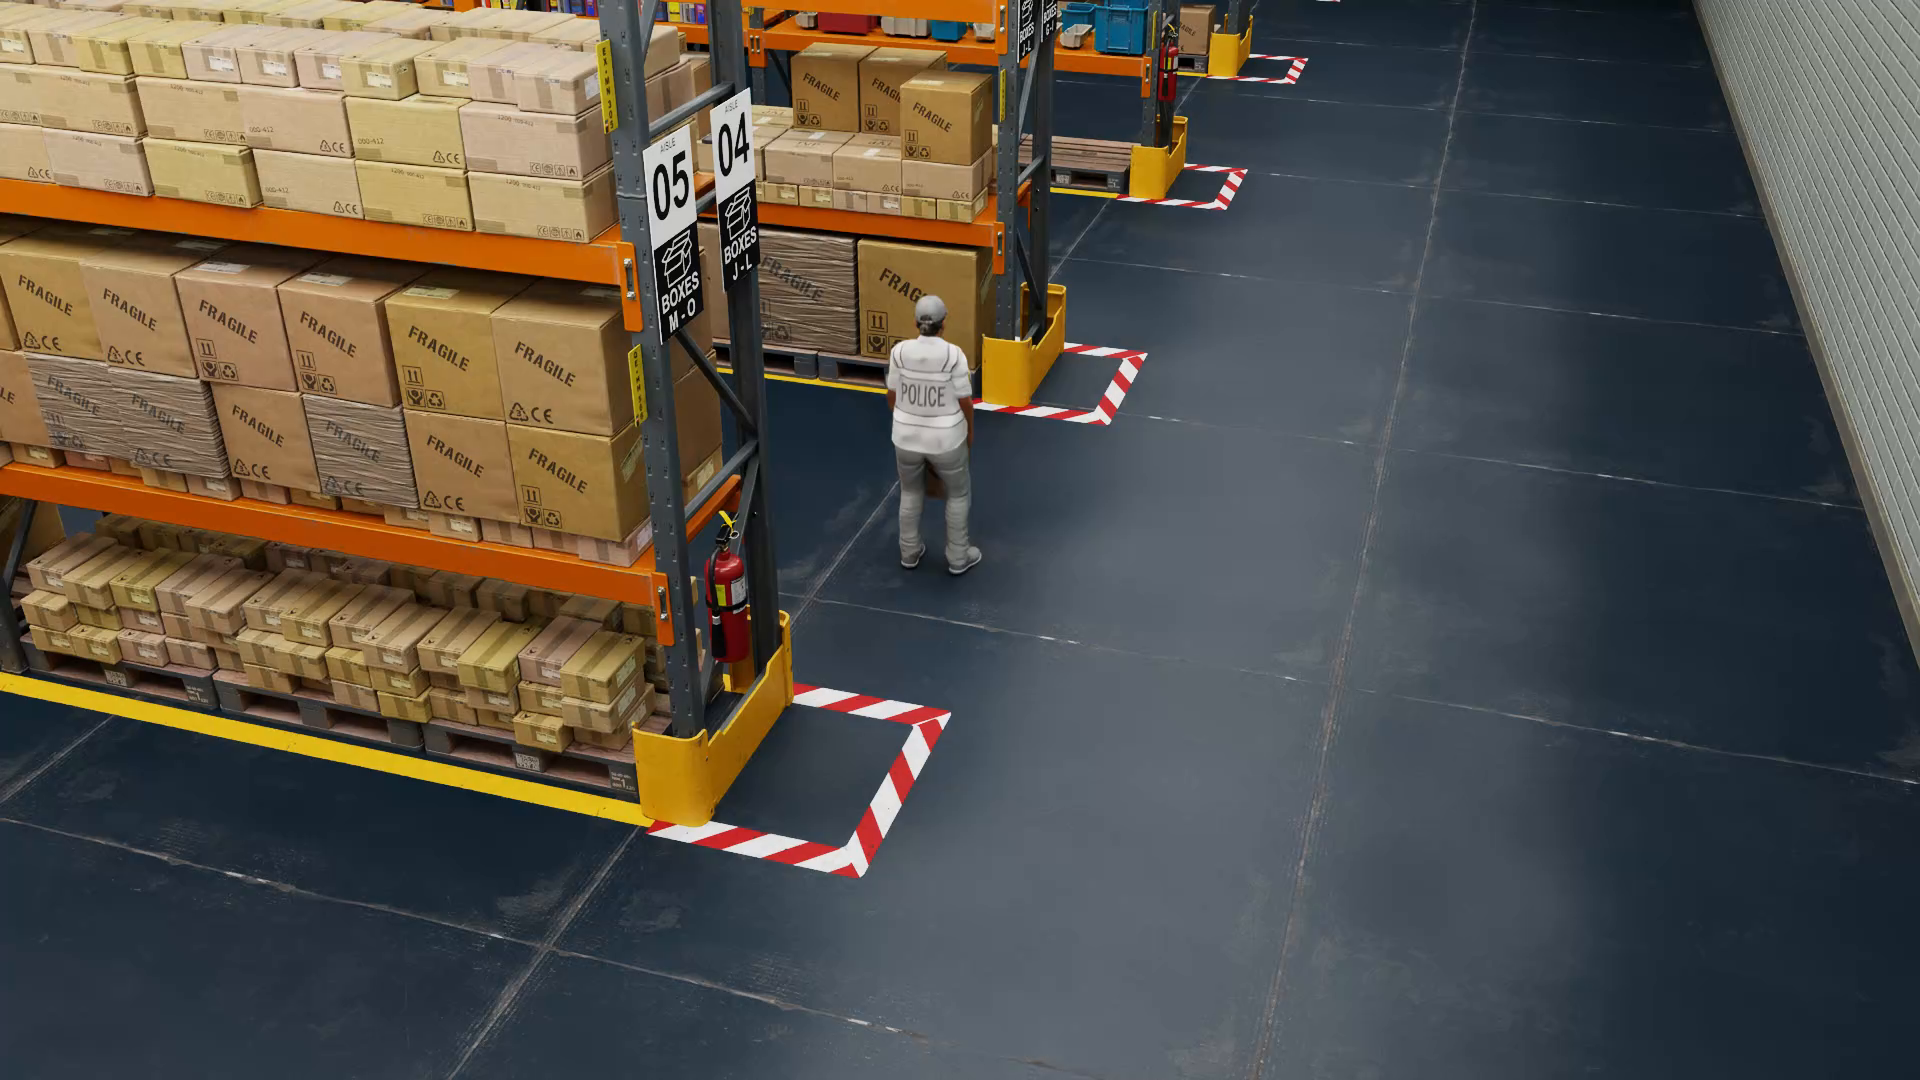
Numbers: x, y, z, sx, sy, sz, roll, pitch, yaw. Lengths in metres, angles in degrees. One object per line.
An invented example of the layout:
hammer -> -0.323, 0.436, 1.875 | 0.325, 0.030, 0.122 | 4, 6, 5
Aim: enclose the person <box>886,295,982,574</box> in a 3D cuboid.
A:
person -> -0.153, -0.591, 9.538 | 0.526, 1.670, 0.439 | 8, 30, 14
